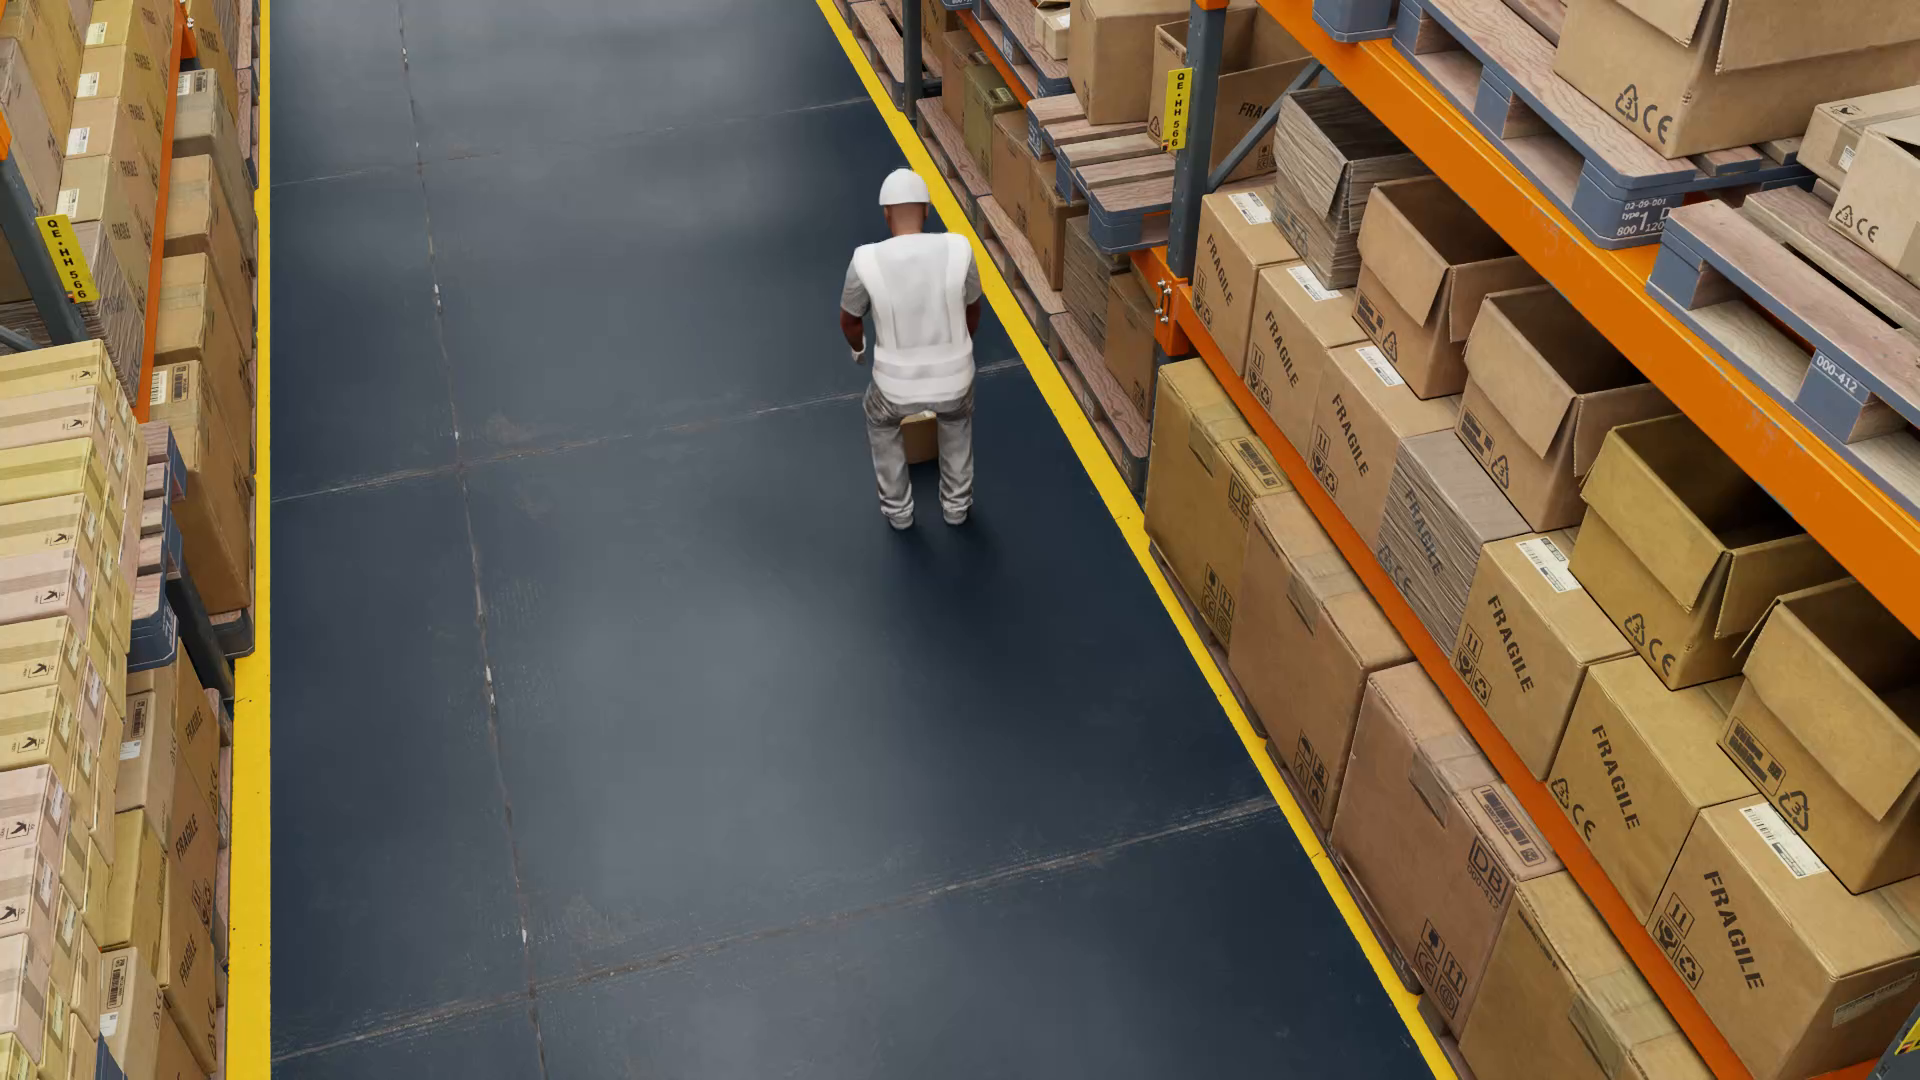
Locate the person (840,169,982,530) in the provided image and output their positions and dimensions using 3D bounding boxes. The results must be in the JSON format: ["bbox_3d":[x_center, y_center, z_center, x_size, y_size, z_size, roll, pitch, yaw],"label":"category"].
[{"bbox_3d":[-0.203,-0.765,7.120,0.598,1.624,0.606,-4,42,-5],"label":"person"}]
